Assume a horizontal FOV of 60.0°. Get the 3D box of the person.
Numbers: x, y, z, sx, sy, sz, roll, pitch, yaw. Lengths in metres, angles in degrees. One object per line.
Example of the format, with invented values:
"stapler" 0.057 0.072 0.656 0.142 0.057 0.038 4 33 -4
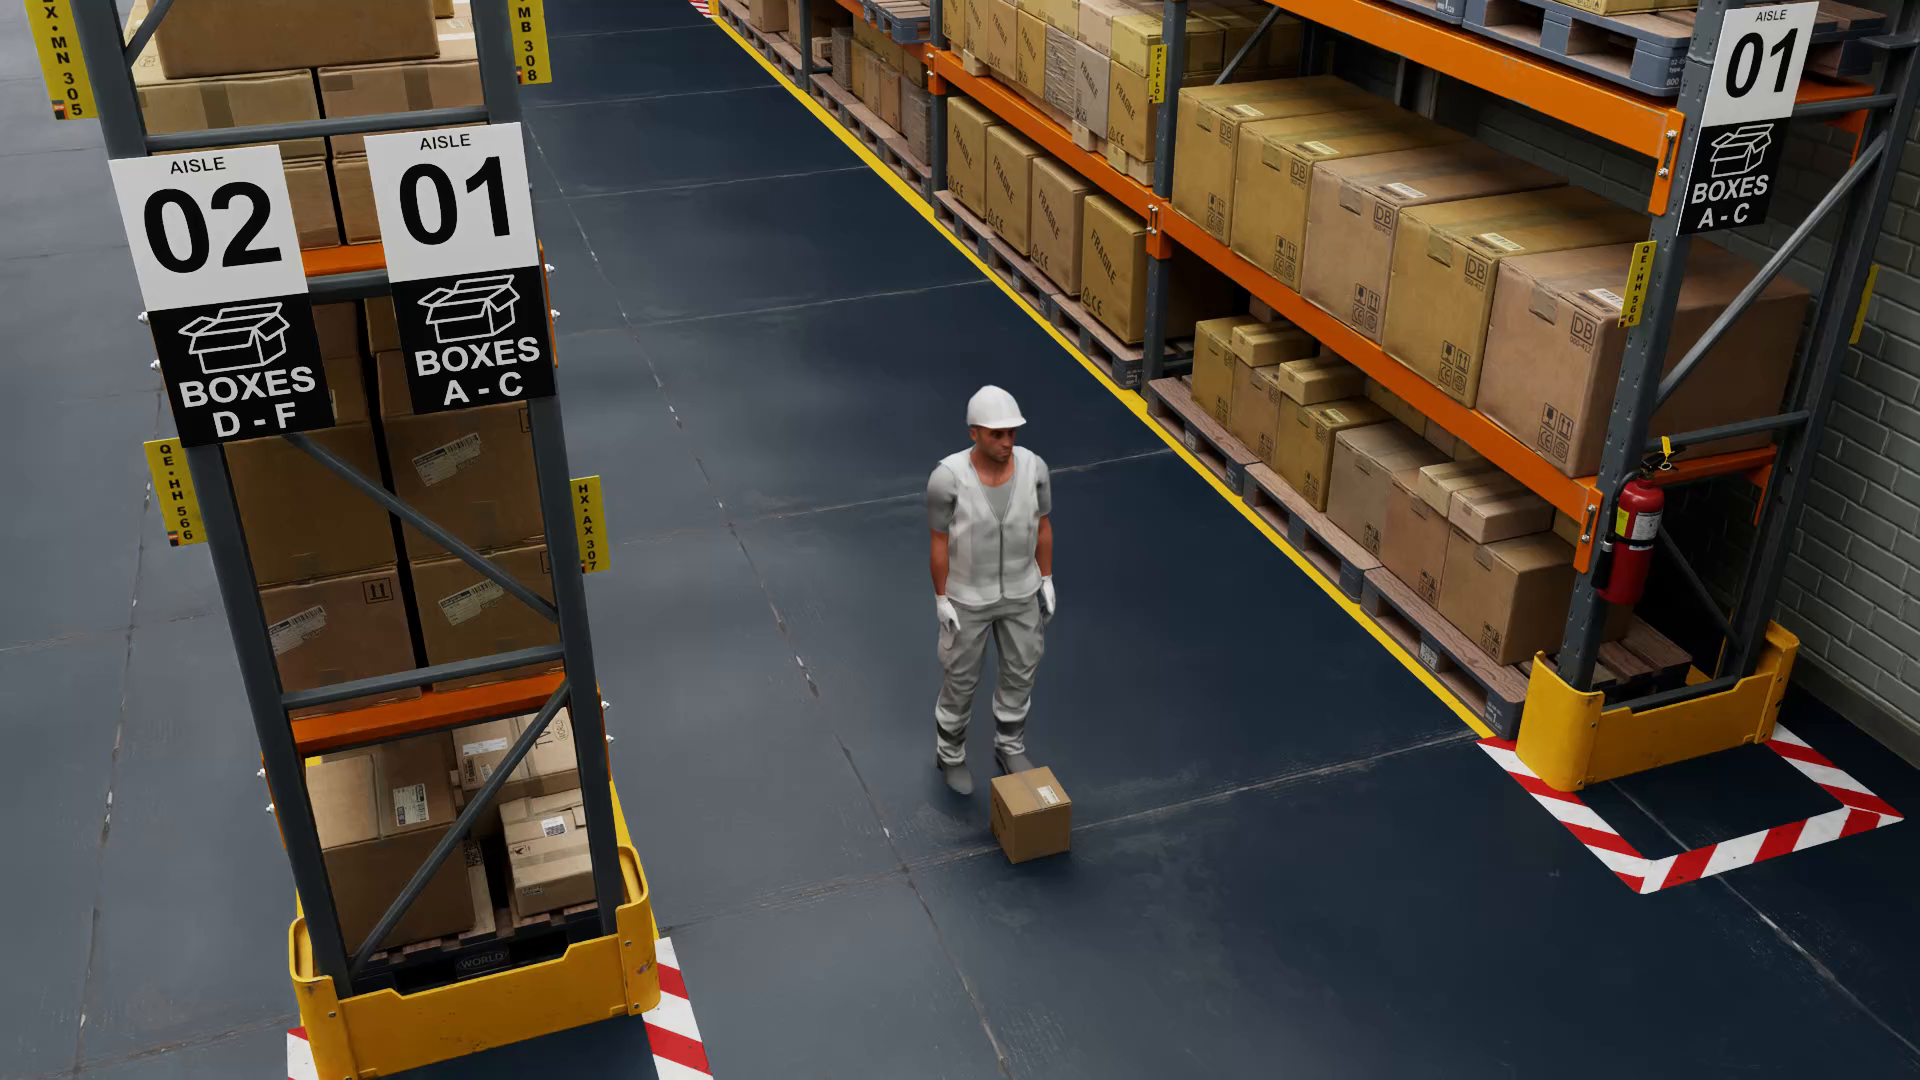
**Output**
"person" 0.135 0.231 6.729 0.524 1.819 0.358 -10 31 -16
